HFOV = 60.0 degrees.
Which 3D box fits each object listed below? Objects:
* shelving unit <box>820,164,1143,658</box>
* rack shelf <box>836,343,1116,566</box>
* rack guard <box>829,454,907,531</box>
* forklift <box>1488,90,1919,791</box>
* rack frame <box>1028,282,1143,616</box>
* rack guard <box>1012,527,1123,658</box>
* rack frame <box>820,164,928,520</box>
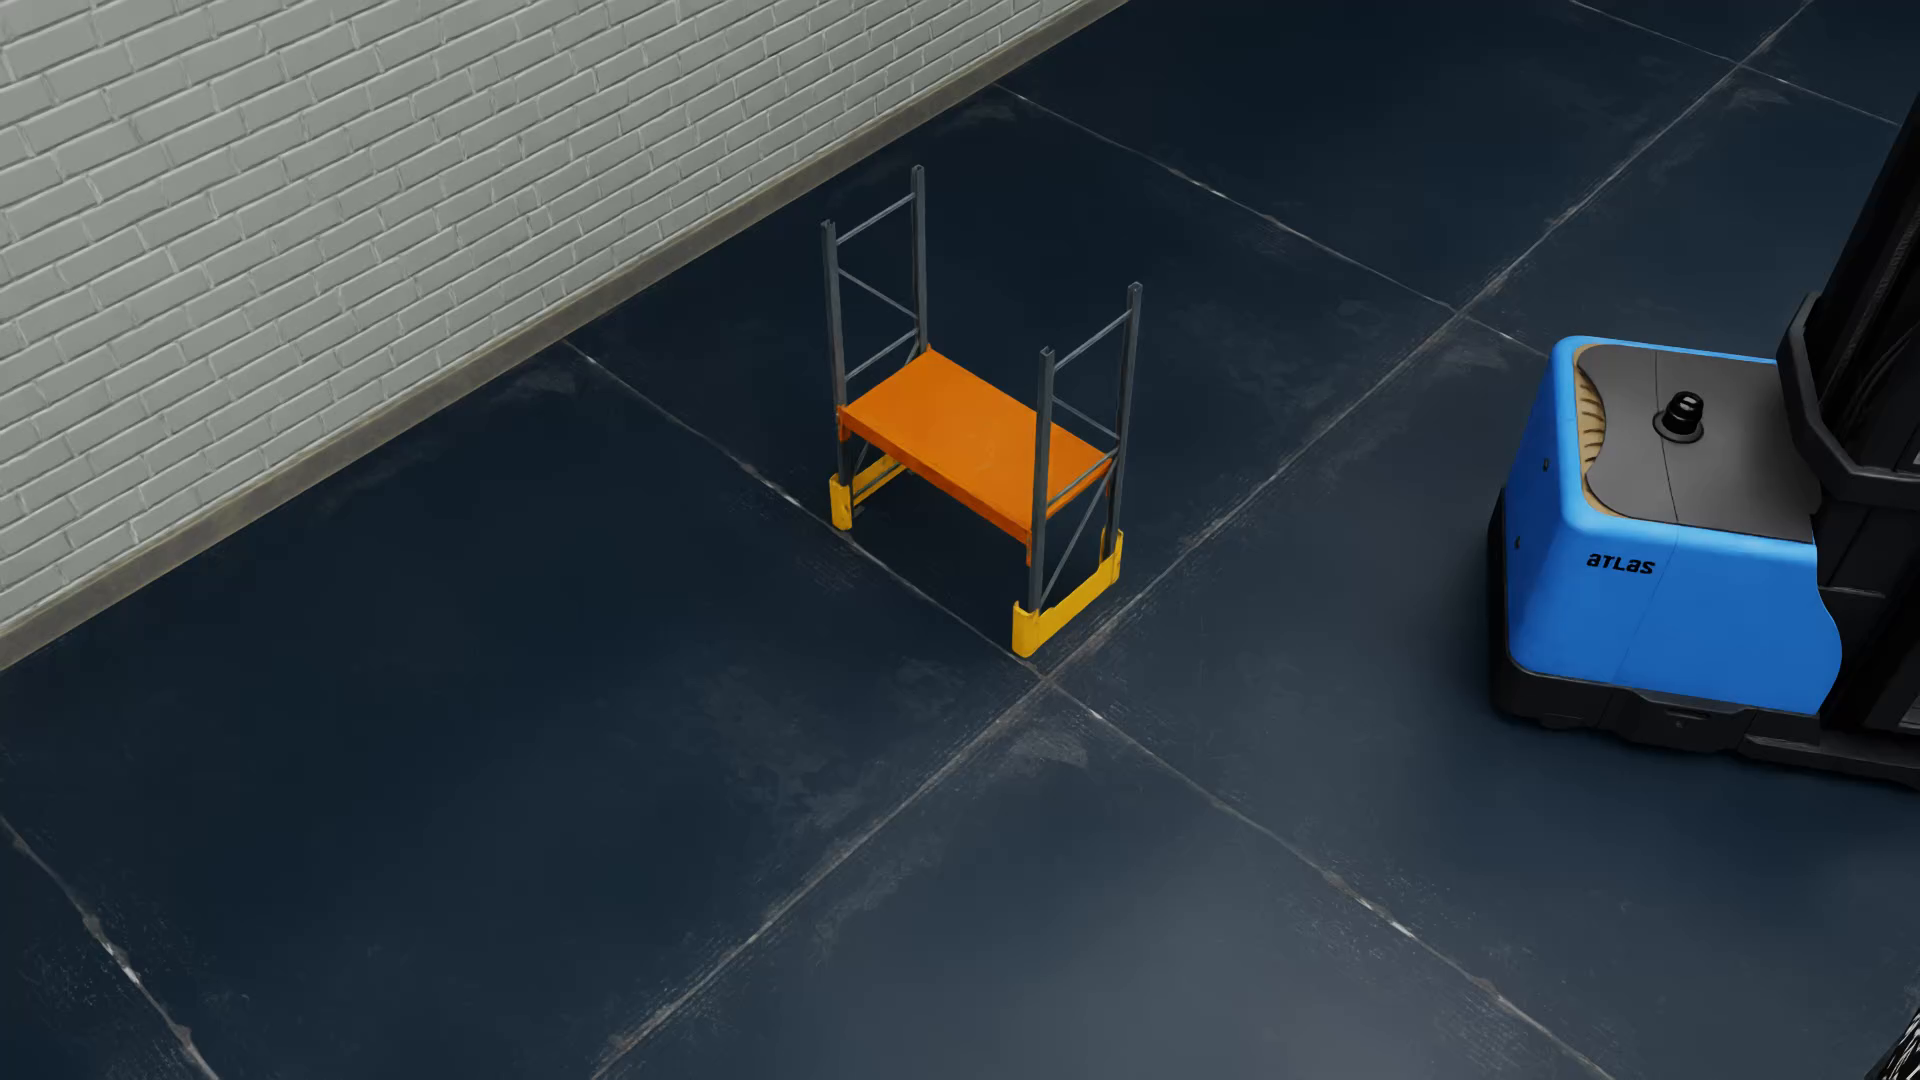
[{"bbox_3d":[0.056,-0.476,6.276,1.083,1.500,0.587,34,55,28],"label":"shelving unit"},{"bbox_3d":[0.063,-0.348,6.403,1.000,0.185,0.538,34,55,28],"label":"rack shelf"},{"bbox_3d":[-0.310,-0.294,6.963,0.087,0.250,0.587,34,55,28],"label":"rack guard"},{"bbox_3d":[3.557,-0.472,5.291,3.031,2.935,1.130,8,47,8],"label":"forklift"},{"bbox_3d":[0.436,-0.220,6.036,0.032,1.500,0.500,34,55,28],"label":"rack frame"},{"bbox_3d":[0.422,0.198,6.501,0.087,0.250,0.587,34,55,28],"label":"rack guard"},{"bbox_3d":[-0.311,-0.723,6.508,0.032,1.500,0.500,34,55,28],"label":"rack frame"}]
